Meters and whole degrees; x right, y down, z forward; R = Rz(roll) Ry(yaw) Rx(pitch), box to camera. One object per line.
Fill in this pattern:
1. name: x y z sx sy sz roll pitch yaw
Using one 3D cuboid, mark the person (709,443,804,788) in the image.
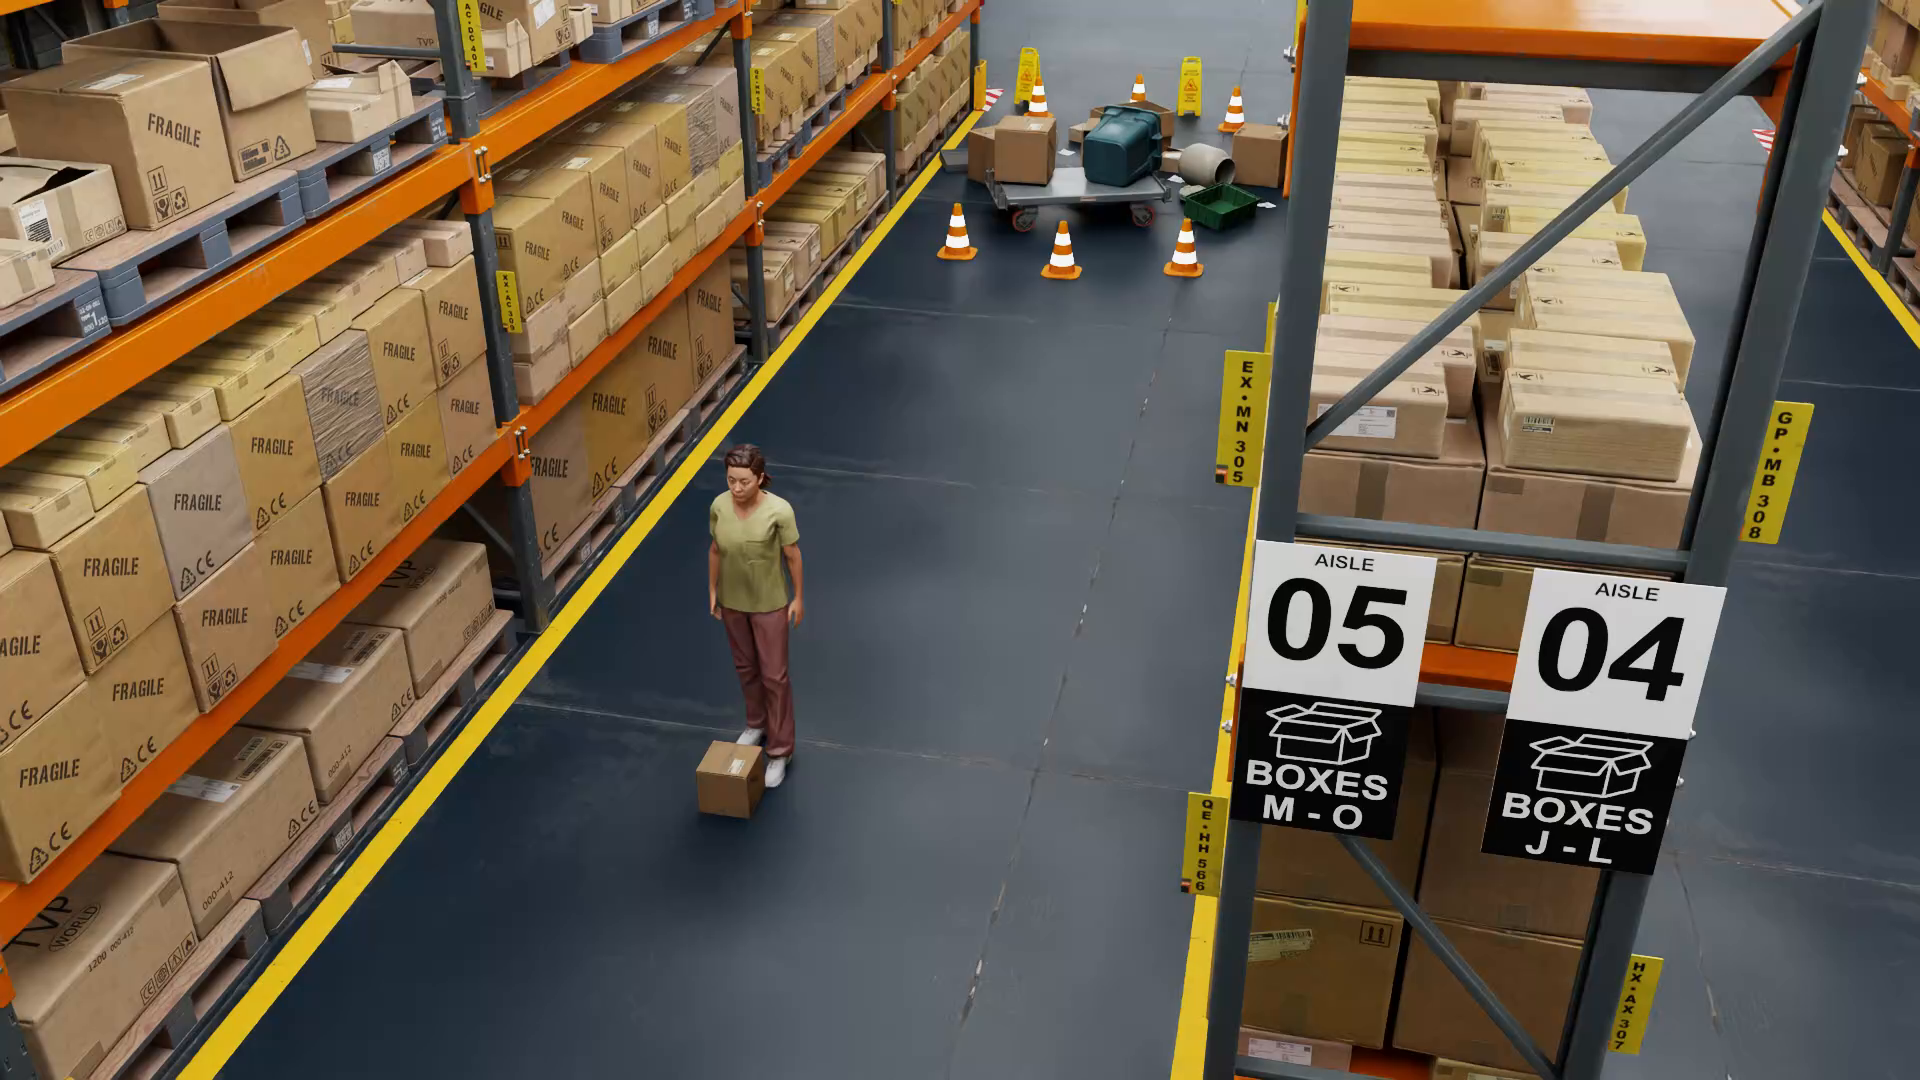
1. person: -1.030 0.341 7.989 0.470 1.681 0.529 9 30 16
